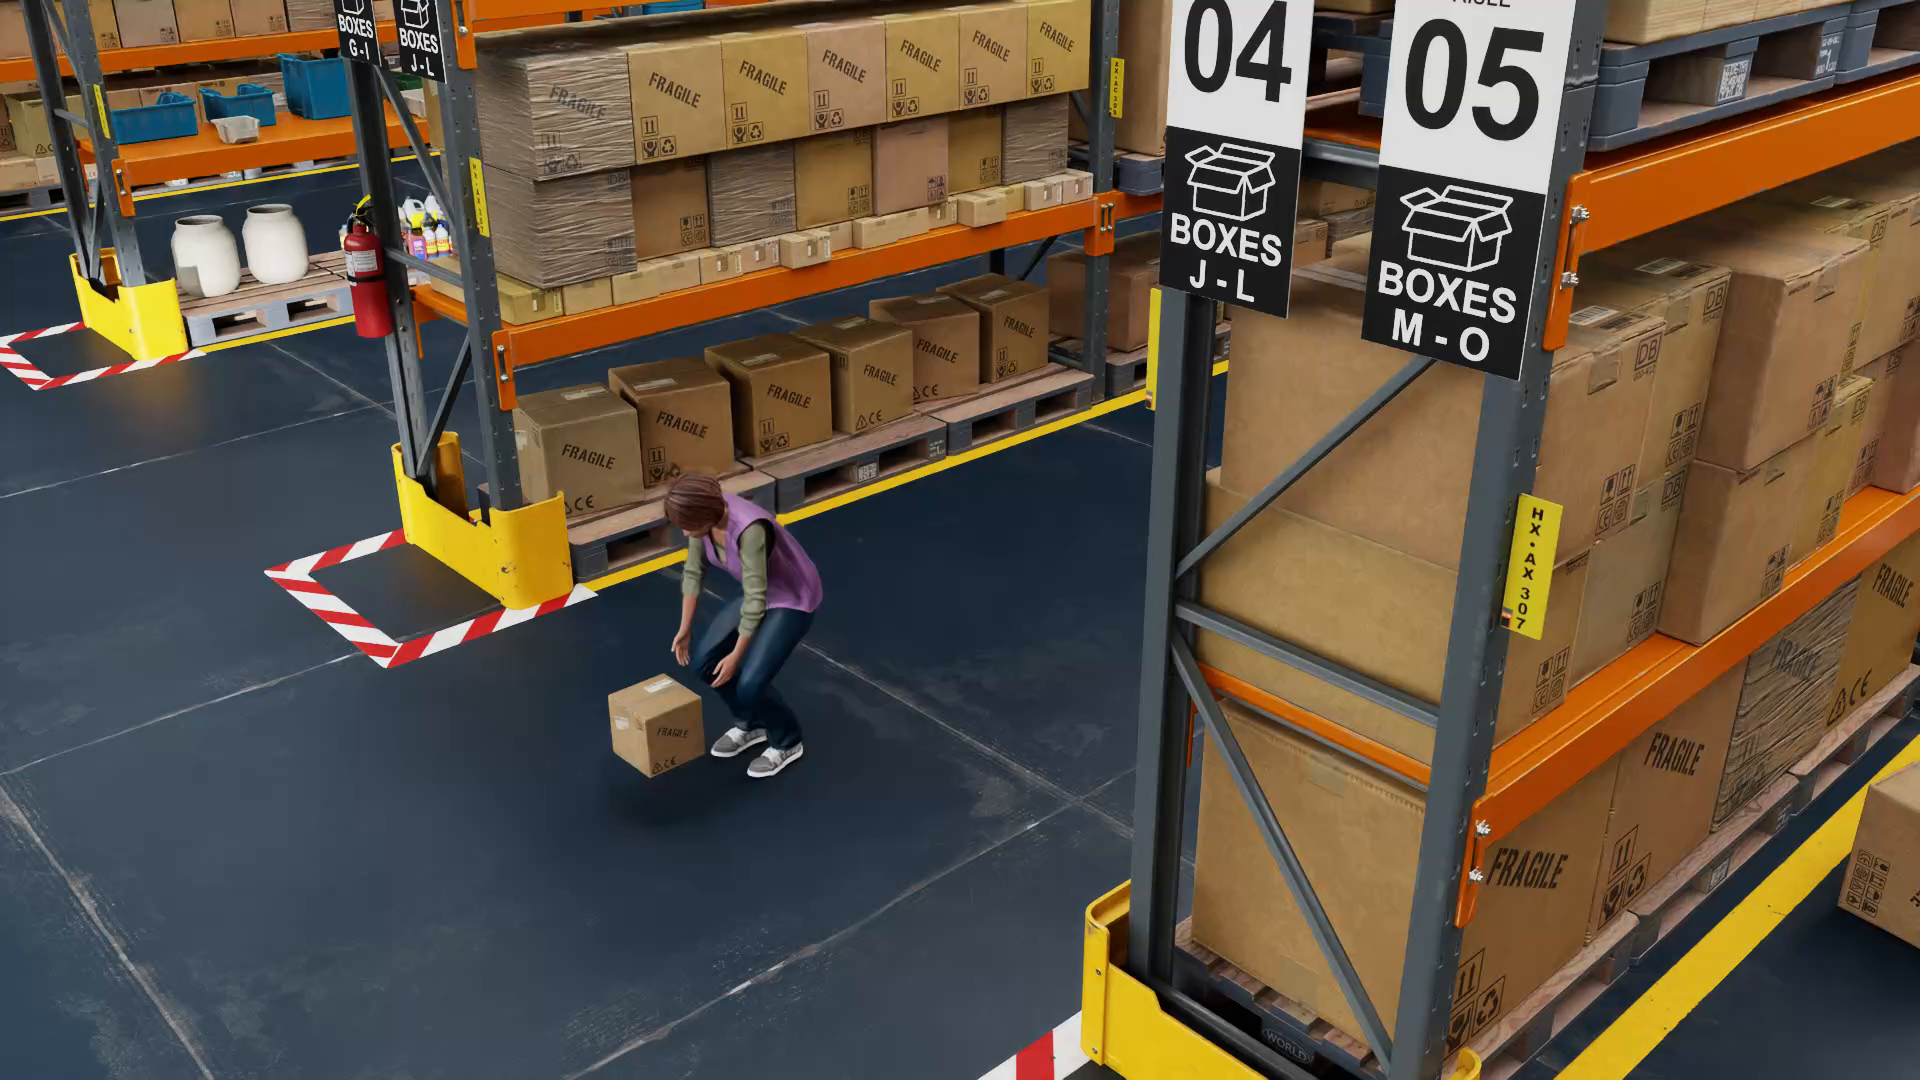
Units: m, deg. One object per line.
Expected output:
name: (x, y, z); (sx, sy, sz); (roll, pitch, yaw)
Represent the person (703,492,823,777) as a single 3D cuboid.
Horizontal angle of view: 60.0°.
person: (-0.754, 0.322, 6.436); (0.479, 1.170, 0.379); (-21, 32, -38)
